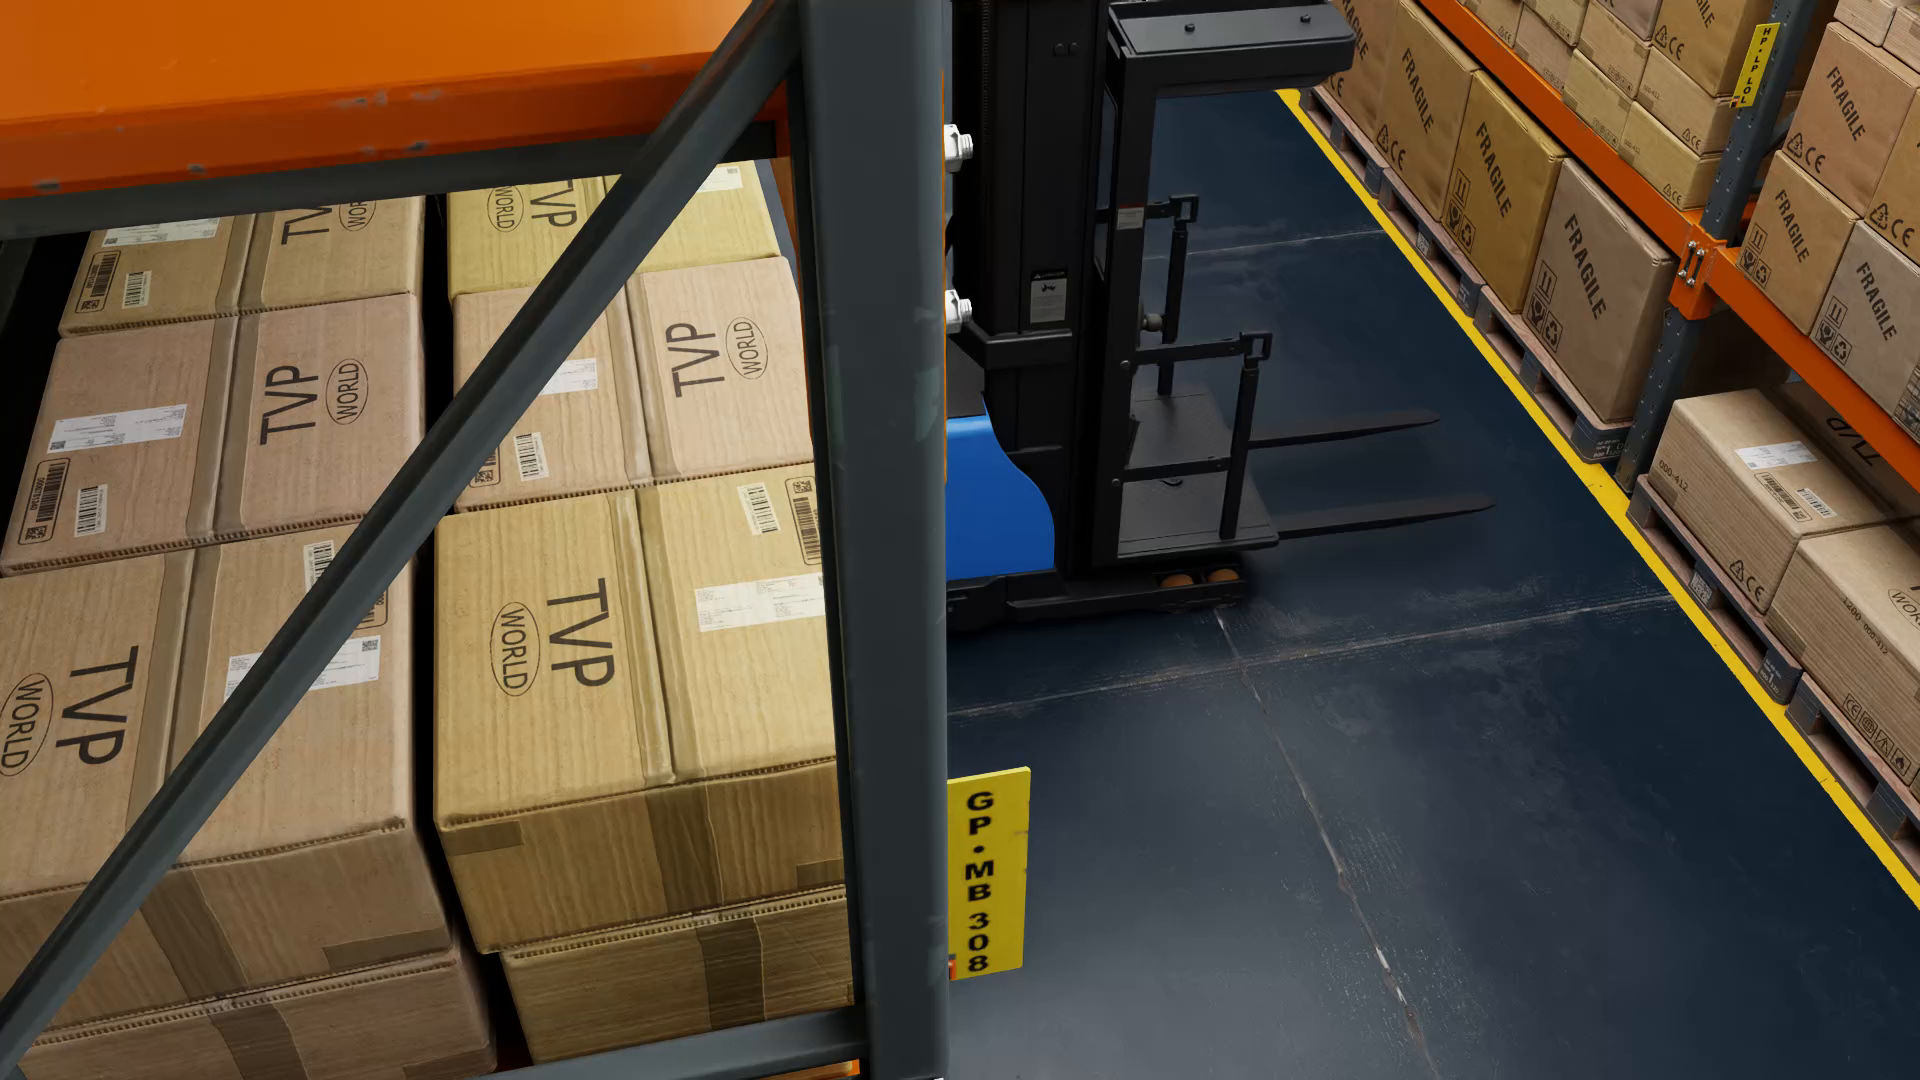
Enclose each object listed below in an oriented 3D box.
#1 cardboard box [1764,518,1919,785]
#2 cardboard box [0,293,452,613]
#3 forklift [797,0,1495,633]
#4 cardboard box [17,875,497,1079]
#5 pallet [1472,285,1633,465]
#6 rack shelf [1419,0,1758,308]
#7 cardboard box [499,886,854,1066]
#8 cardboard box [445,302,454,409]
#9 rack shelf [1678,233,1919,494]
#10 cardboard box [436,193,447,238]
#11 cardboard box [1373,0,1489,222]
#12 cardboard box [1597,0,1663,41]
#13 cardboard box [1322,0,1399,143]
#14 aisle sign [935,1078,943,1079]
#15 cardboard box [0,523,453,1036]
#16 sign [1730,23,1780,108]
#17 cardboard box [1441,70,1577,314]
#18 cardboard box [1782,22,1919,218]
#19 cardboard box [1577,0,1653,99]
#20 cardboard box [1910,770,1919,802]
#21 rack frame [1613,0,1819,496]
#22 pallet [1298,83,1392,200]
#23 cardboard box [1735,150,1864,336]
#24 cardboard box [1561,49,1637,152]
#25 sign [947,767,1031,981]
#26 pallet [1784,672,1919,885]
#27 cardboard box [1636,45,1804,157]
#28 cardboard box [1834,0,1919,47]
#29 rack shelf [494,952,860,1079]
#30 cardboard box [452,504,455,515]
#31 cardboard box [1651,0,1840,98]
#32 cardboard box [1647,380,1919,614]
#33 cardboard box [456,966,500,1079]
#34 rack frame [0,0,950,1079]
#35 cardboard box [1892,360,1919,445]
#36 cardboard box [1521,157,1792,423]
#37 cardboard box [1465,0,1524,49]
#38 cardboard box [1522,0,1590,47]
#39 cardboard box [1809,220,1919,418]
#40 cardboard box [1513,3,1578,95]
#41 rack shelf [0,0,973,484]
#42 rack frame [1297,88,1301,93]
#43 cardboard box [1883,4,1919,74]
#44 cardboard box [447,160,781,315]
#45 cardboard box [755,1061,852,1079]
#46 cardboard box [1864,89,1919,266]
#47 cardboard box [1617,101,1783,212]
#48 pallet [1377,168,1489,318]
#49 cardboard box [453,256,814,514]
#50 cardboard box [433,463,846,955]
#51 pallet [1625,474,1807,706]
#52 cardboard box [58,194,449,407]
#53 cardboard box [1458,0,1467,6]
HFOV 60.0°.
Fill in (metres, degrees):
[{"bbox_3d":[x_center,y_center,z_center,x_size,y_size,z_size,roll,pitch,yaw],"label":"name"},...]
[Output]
[{"bbox_3d":[3.695,0.370,6.188,0.875,0.438,0.875,-10,42,-11],"label":"cardboard box"},{"bbox_3d":[-0.992,-0.077,2.330,0.500,0.250,0.500,-10,42,-11],"label":"cardboard box"},{"bbox_3d":[0.736,-1.133,6.318,3.031,2.935,1.130,-6,42,-7],"label":"forklift"},{"bbox_3d":[-0.873,0.446,2.117,0.500,0.250,0.500,-9,42,-10],"label":"cardboard box"},{"bbox_3d":[3.231,-0.881,8.083,1.003,0.211,1.213,-8,42,-9],"label":"pallet"},{"bbox_3d":[3.039,-2.462,8.305,1.077,0.370,4.000,-8,42,-9],"label":"rack shelf"},{"bbox_3d":[-0.341,0.369,2.205,0.500,0.250,0.500,-9,42,-10],"label":"cardboard box"},{"bbox_3d":[-1.099,-0.211,2.857,0.500,0.250,0.500,-9,42,-10],"label":"cardboard box"},{"bbox_3d":[3.902,0.131,5.384,1.077,0.370,4.000,-8,42,-9],"label":"rack shelf"},{"bbox_3d":[-1.195,-0.738,3.074,0.500,0.250,0.500,-8,42,-9],"label":"cardboard box"},{"bbox_3d":[2.864,-2.351,8.923,0.875,0.875,0.875,-8,42,-9],"label":"cardboard box"},{"bbox_3d":[3.010,-2.433,6.903,0.500,0.500,0.500,-8,42,-8],"label":"cardboard box"},{"bbox_3d":[2.675,-2.930,9.575,0.875,0.875,0.875,-9,42,-10],"label":"cardboard box"},{"bbox_3d":[-0.210,0.902,2.016,0.394,0.787,0.004,-8,42,-9],"label":"aisle sign"},{"bbox_3d":[-0.880,0.260,1.950,0.500,0.250,0.500,-9,42,-10],"label":"cardboard box"},{"bbox_3d":[2.943,-1.753,6.153,0.100,0.325,0.005,-8,42,-9],"label":"sign"},{"bbox_3d":[3.056,-1.771,8.270,0.875,0.875,0.875,-7,42,-8],"label":"cardboard box"},{"bbox_3d":[3.337,-1.502,5.854,0.500,0.500,0.500,-8,42,-9],"label":"cardboard box"},{"bbox_3d":[3.023,-2.139,7.136,0.500,0.250,0.500,-7,42,-8],"label":"cardboard box"},{"bbox_3d":[3.888,0.954,5.529,0.875,0.438,0.875,-7,42,-8],"label":"cardboard box"},{"bbox_3d":[3.471,-1.434,6.606,1.000,3.000,0.127,-8,42,-9],"label":"rack frame"},{"bbox_3d":[2.704,-2.462,9.865,1.003,0.211,1.213,-8,42,-9],"label":"pallet"},{"bbox_3d":[3.316,-1.130,6.188,0.500,0.500,0.500,-7,42,-8],"label":"cardboard box"},{"bbox_3d":[3.019,-1.963,7.315,0.500,0.250,0.500,-9,42,-10],"label":"cardboard box"},{"bbox_3d":[0.018,0.346,1.683,0.100,0.325,0.005,-8,42,-9],"label":"sign"},{"bbox_3d":[3.825,0.905,6.071,1.003,0.211,1.213,-8,42,-9],"label":"pallet"},{"bbox_3d":[3.138,-1.816,6.773,0.500,0.250,0.500,-8,42,-9],"label":"cardboard box"},{"bbox_3d":[3.285,-1.846,5.753,0.380,0.149,0.250,-9,42,-10],"label":"cardboard box"},{"bbox_3d":[-0.943,-0.277,3.585,1.077,0.370,4.000,-8,42,-9],"label":"rack shelf"},{"bbox_3d":[-0.996,0.116,2.489,0.500,0.250,0.500,-8,42,-9],"label":"cardboard box"},{"bbox_3d":[3.129,-2.099,6.527,0.500,0.500,0.500,-7,42,-8],"label":"cardboard box"},{"bbox_3d":[3.501,-0.211,6.841,0.875,0.438,0.875,-9,42,-10],"label":"cardboard box"},{"bbox_3d":[-0.807,0.670,2.165,0.380,0.149,0.250,-7,42,-8],"label":"cardboard box"},{"bbox_3d":[-0.512,-0.371,0.890,1.000,3.000,0.127,-8,42,-9],"label":"rack frame"},{"bbox_3d":[3.522,-0.480,5.456,0.500,0.500,0.500,-8,42,-9],"label":"cardboard box"},{"bbox_3d":[3.259,-1.187,7.612,0.875,0.875,0.875,-7,42,-8],"label":"cardboard box"},{"bbox_3d":[2.813,-2.627,8.063,0.500,0.250,0.500,-8,42,-9],"label":"cardboard box"},{"bbox_3d":[2.905,-2.474,7.514,0.500,0.250,0.500,-7,42,-8],"label":"cardboard box"},{"bbox_3d":[3.421,-0.803,5.820,0.500,0.500,0.500,-8,42,-9],"label":"cardboard box"},{"bbox_3d":[2.929,-2.293,7.686,0.500,0.250,0.500,-9,42,-10],"label":"cardboard box"},{"bbox_3d":[-0.943,-1.397,2.590,1.077,0.370,4.000,-8,42,-9],"label":"rack shelf"},{"bbox_3d":[2.607,-4.027,9.527,1.000,3.000,0.127,-8,42,-9],"label":"rack frame"},{"bbox_3d":[3.356,-1.682,5.569,0.380,0.149,0.250,-8,42,-9],"label":"cardboard box"},{"bbox_3d":[-0.575,-0.471,2.774,0.500,0.250,0.500,-9,42,-10],"label":"cardboard box"},{"bbox_3d":[-0.353,0.605,2.239,0.380,0.149,0.250,-8,42,-8],"label":"cardboard box"},{"bbox_3d":[3.440,-1.174,5.484,0.500,0.500,0.500,-9,42,-10],"label":"cardboard box"},{"bbox_3d":[3.128,-1.633,6.943,0.500,0.250,0.500,-9,42,-10],"label":"cardboard box"},{"bbox_3d":[2.964,-1.673,8.976,1.003,0.211,1.213,-8,42,-9],"label":"pallet"},{"bbox_3d":[-0.454,-0.148,2.409,0.500,0.250,0.500,-9,42,-10],"label":"cardboard box"},{"bbox_3d":[-0.362,0.185,2.035,0.500,0.250,0.500,-9,42,-10],"label":"cardboard box"},{"bbox_3d":[3.558,0.113,6.964,1.003,0.211,1.213,-8,42,-9],"label":"pallet"},{"bbox_3d":[-1.113,-0.410,2.705,0.500,0.250,0.500,-8,42,-9],"label":"cardboard box"},{"bbox_3d":[2.703,-2.946,8.423,0.500,0.250,0.500,-7,42,-8],"label":"cardboard box"}]
